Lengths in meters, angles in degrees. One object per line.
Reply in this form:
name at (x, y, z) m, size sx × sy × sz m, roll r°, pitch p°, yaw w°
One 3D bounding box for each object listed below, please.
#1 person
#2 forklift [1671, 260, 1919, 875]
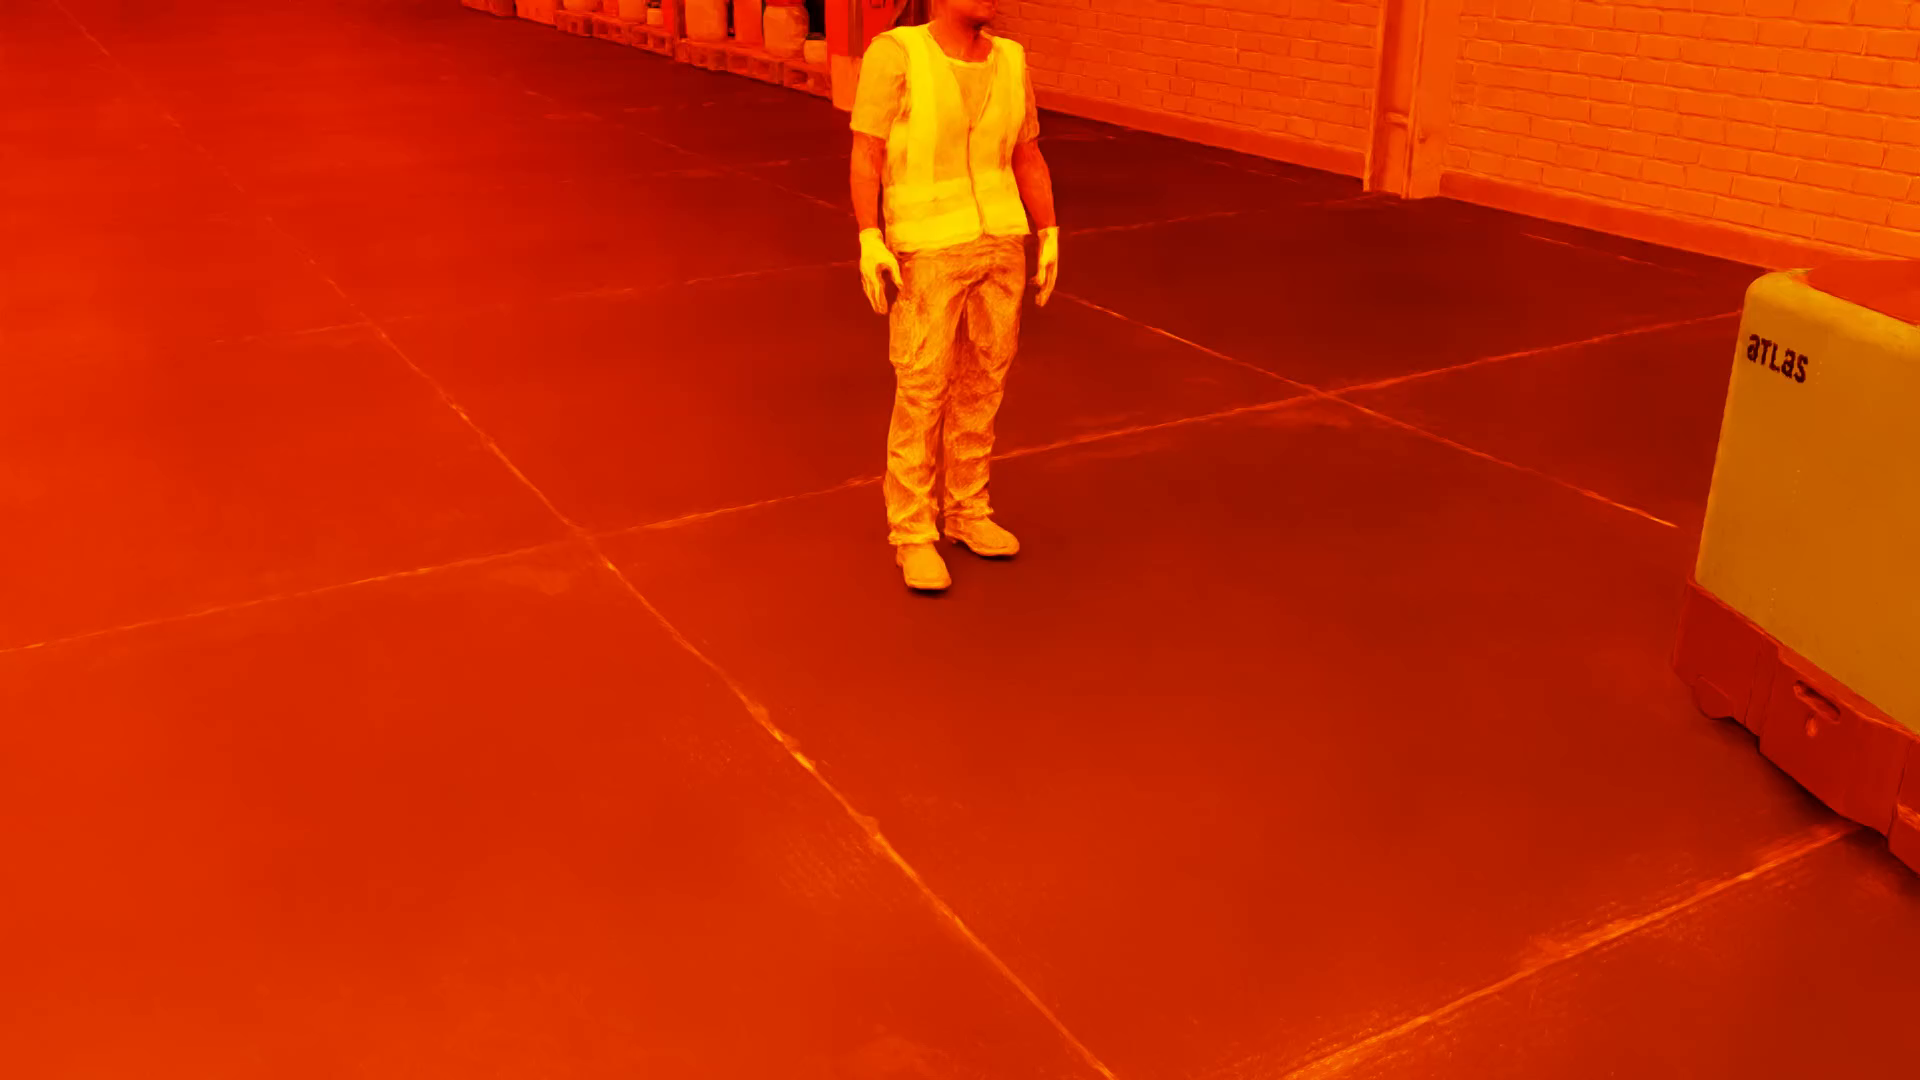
person at (0.029, -0.806, 4.732) m, size 0.655 × 1.782 × 0.576 m, roll -12°, pitch 25°, yaw -28°
forklift at (2.549, -0.466, 2.408) m, size 1.130 × 2.935 × 3.031 m, roll -4°, pitch 23°, yaw -9°
